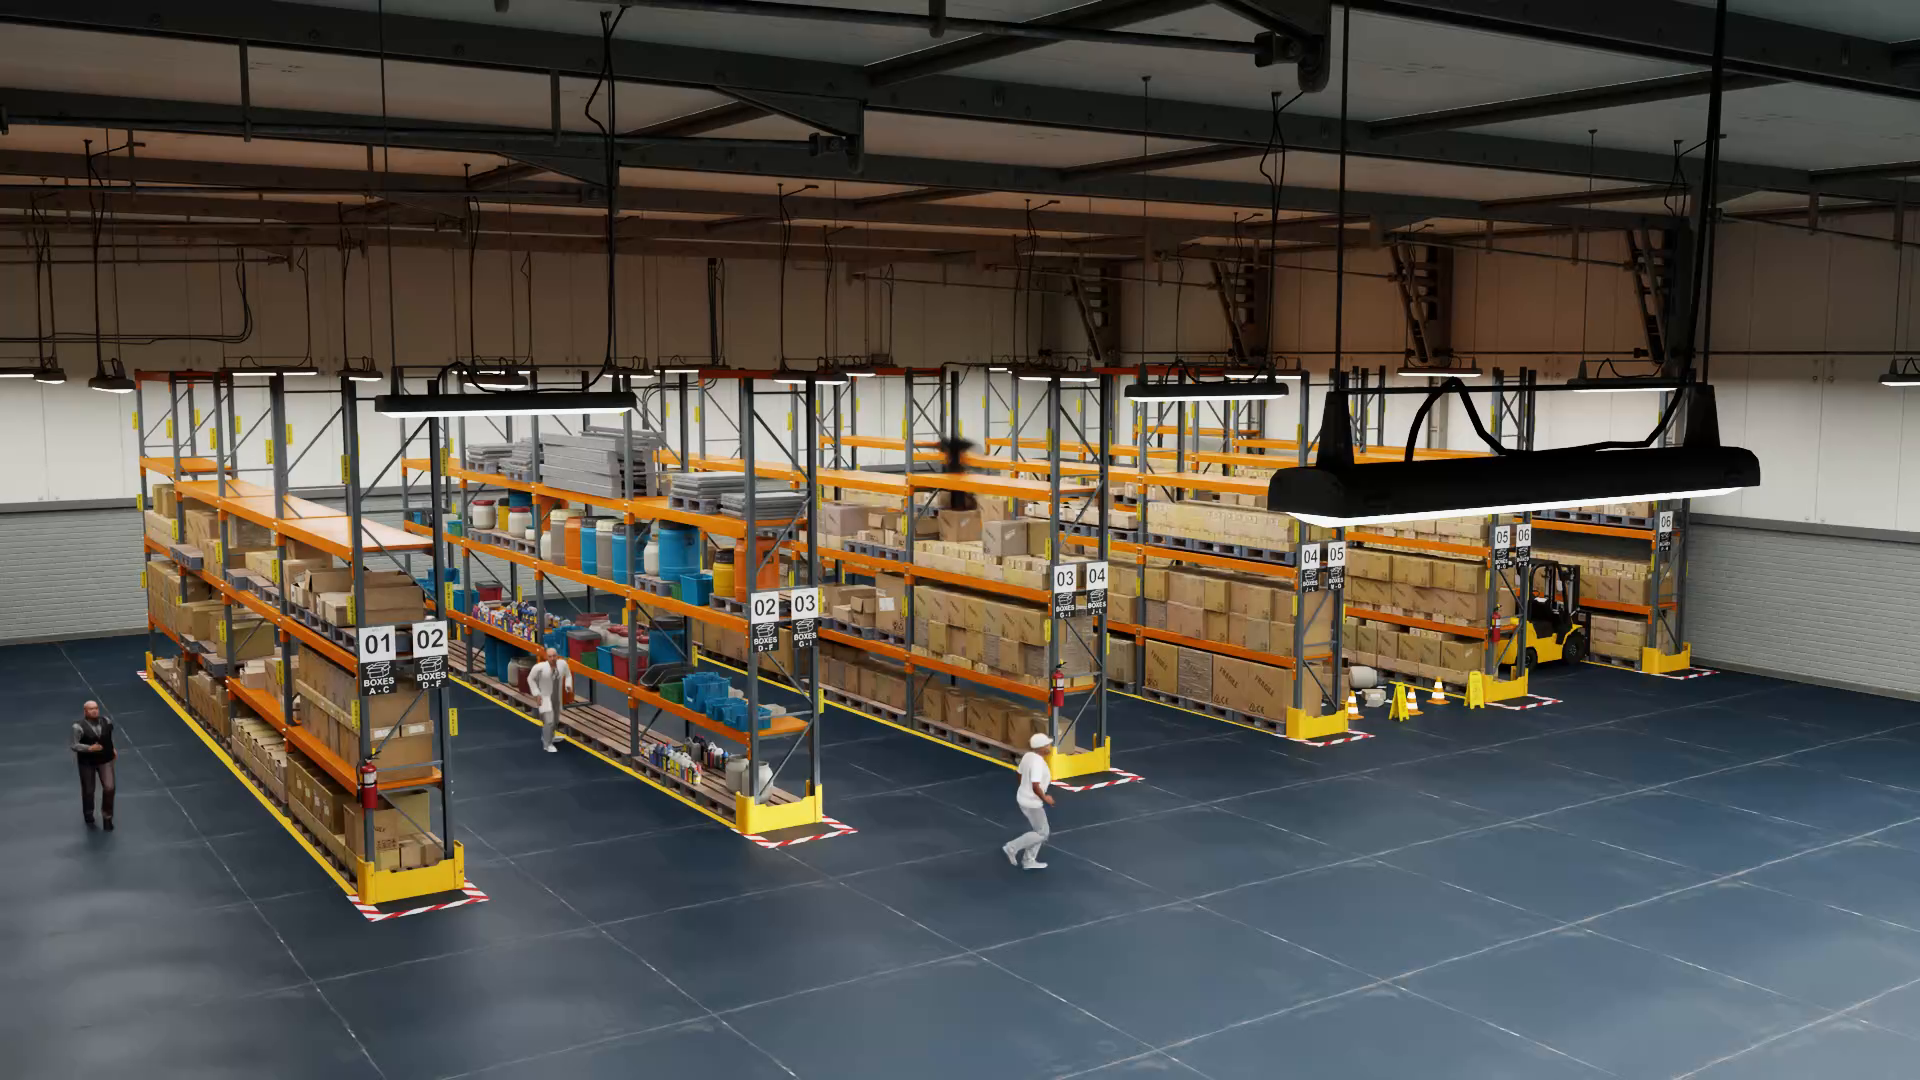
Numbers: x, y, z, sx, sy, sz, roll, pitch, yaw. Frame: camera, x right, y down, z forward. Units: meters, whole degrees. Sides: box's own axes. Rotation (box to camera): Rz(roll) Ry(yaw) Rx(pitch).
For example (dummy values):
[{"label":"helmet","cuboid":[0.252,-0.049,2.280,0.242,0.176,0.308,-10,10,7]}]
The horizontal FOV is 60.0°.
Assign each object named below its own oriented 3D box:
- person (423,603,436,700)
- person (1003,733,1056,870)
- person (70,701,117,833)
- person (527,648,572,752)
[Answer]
[{"label":"person","cuboid":[-9.875,2.016,30.585,0.686,1.787,0.768,-3,7,-26]},{"label":"person","cuboid":[0.825,3.206,20.318,0.639,1.699,0.701,-1,7,-10]},{"label":"person","cuboid":[-11.460,2.999,22.037,0.597,1.774,0.833,-5,8,-39]},{"label":"person","cuboid":[-6.503,2.510,26.485,0.972,1.696,0.754,6,9,44]}]
